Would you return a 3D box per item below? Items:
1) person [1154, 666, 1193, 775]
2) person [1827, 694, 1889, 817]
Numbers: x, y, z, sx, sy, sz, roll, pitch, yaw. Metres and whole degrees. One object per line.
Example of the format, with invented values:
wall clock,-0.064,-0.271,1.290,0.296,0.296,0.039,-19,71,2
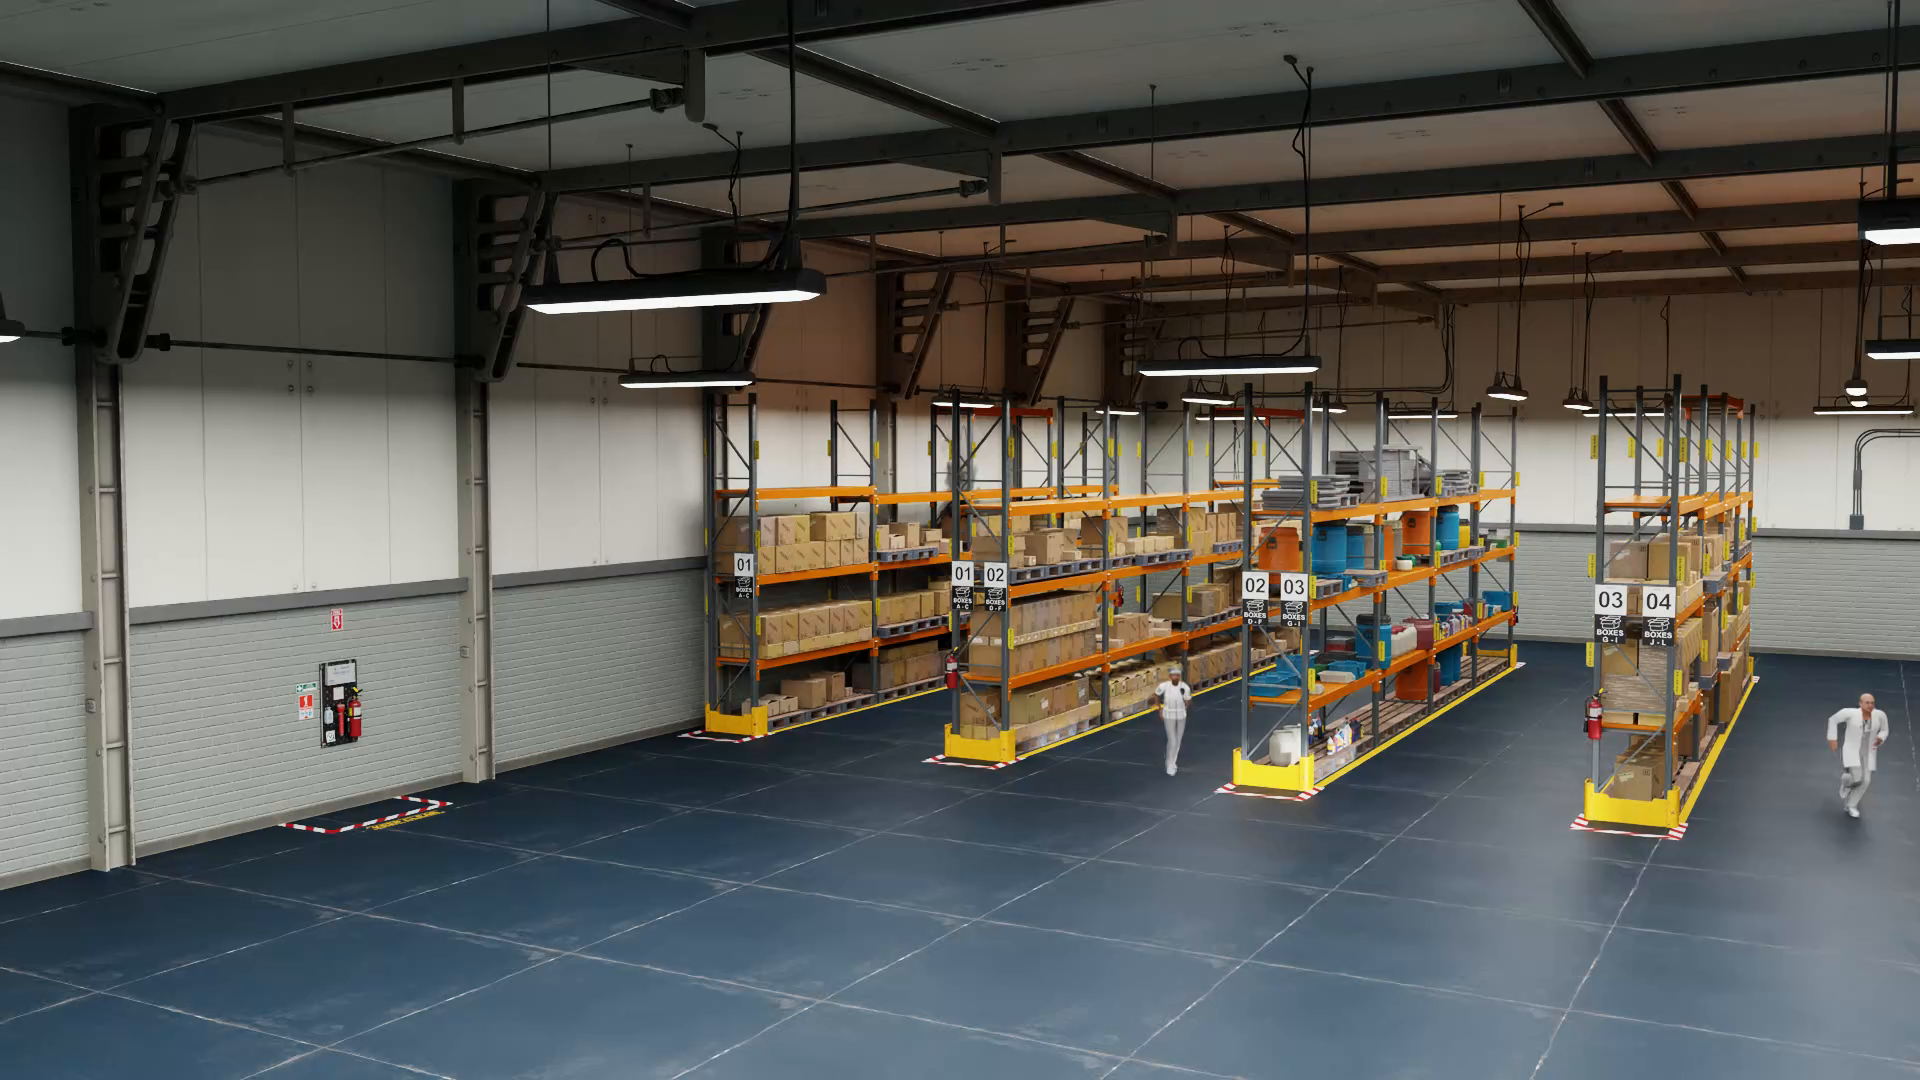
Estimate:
person,3.314,2.789,25.696,0.577,1.732,0.757,0,3,-5
person,12.305,2.933,22.748,0.697,1.706,0.778,0,3,4
